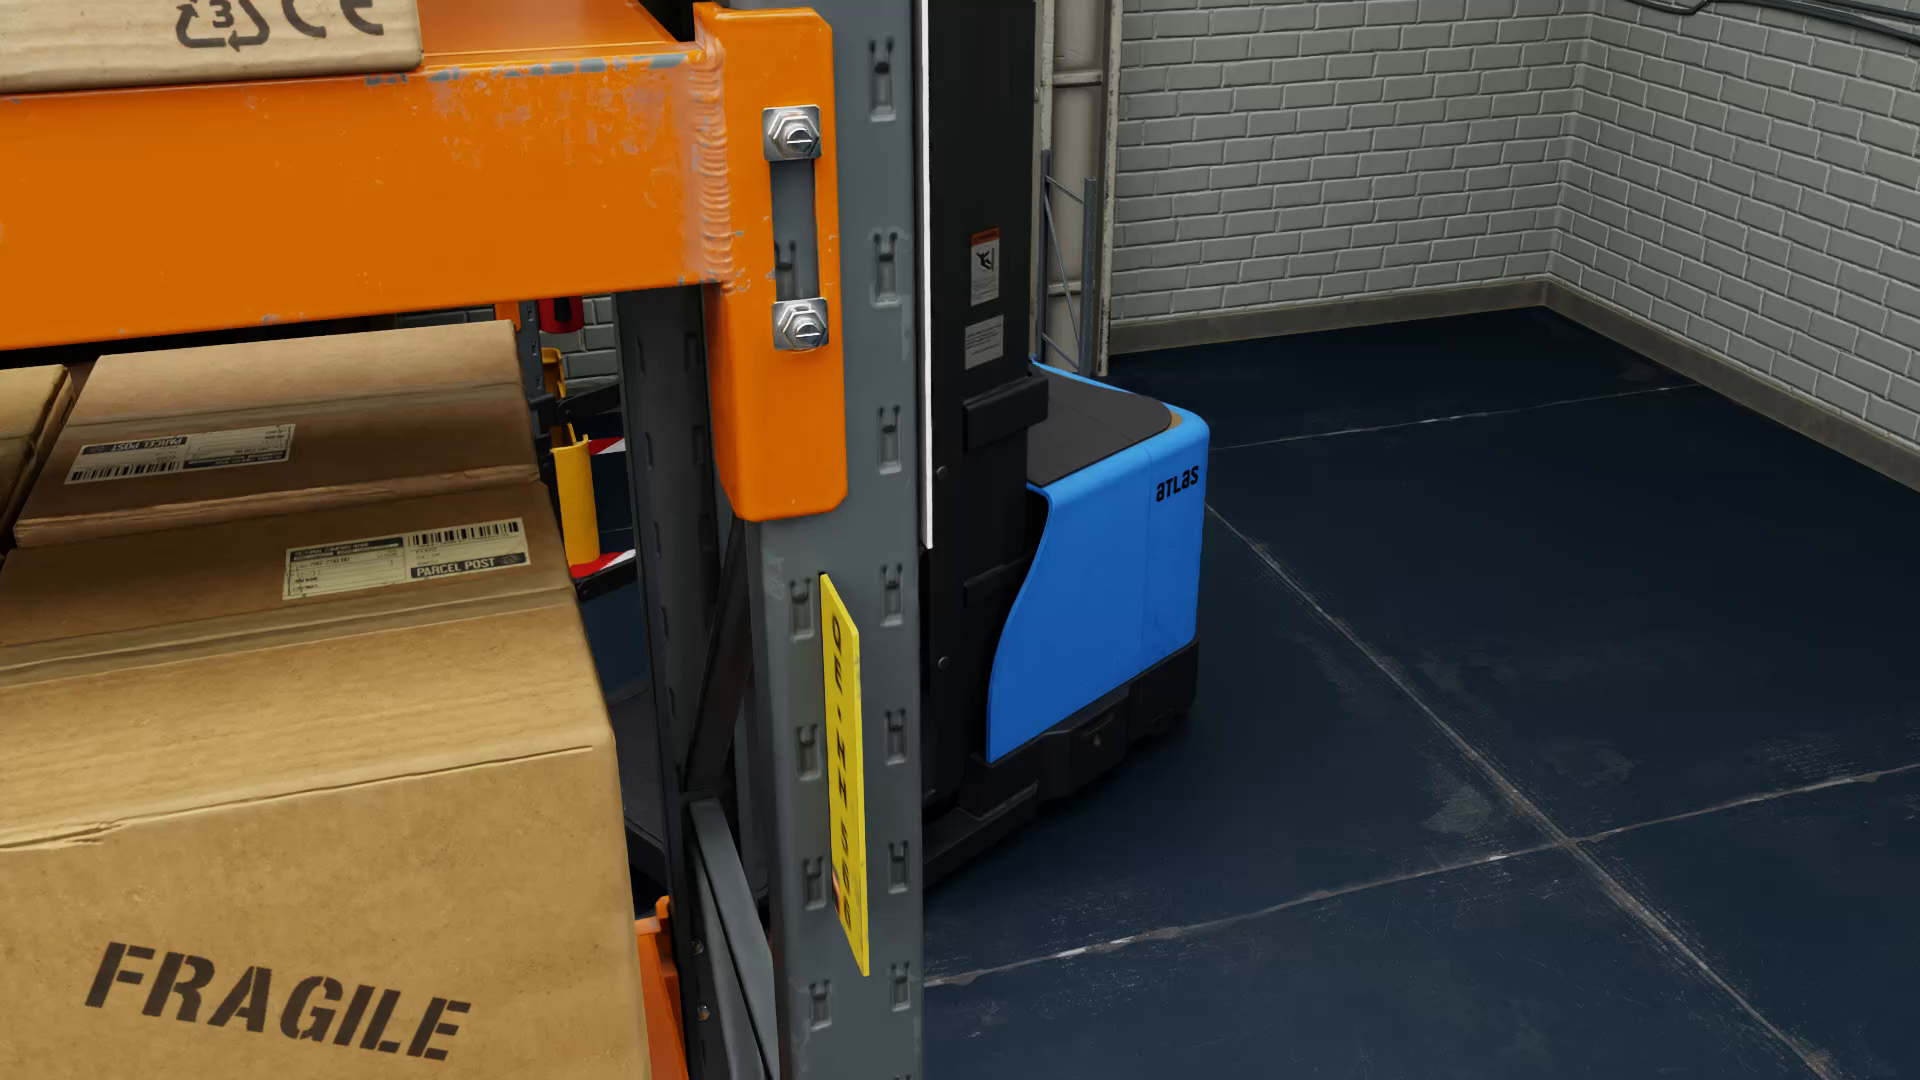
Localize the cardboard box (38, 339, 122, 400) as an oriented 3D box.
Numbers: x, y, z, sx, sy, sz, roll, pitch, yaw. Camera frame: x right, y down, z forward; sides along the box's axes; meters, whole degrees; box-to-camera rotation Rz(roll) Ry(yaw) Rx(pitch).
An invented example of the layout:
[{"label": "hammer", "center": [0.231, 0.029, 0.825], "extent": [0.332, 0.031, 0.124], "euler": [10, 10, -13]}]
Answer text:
[{"label": "cardboard box", "center": [-3.321, -0.661, 6.318], "extent": [0.250, 0.149, 0.380], "euler": [-8, 27, -15]}]

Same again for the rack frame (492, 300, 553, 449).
[{"label": "rack frame", "center": [-1.782, -1.479, 6.355], "extent": [0.127, 3.000, 1.000], "euler": [-8, 28, -16]}]

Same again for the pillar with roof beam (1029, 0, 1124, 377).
[{"label": "pillar with roof beam", "center": [1.850, -3.083, 2.840], "extent": [0.400, 9.000, 9.100], "euler": [-8, 28, -16]}]

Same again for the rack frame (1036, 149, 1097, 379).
[{"label": "rack frame", "center": [0.402, -0.730, 6.534], "extent": [0.032, 1.500, 0.500], "euler": [-8, 28, -16]}]

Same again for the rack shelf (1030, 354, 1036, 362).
[{"label": "rack shelf", "center": [-0.081, -0.499, 6.473], "extent": [1.000, 0.185, 0.538], "euler": [-8, 28, -16]}]

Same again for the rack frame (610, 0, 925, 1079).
[{"label": "rack frame", "center": [-0.246, 0.614, 2.140], "extent": [0.053, 2.616, 0.949], "euler": [-8, 28, -16]}]

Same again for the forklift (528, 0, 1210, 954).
[{"label": "forklift", "center": [-0.597, -0.404, 4.268], "extent": [1.130, 2.935, 3.031], "euler": [23, 34, 38]}]

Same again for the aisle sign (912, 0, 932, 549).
[{"label": "aisle sign", "center": [-0.085, -0.429, 1.317], "extent": [0.004, 0.787, 0.394], "euler": [-8, 28, -16]}]

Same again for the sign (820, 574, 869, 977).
[{"label": "sign", "center": [-0.092, 0.192, 1.332], "extent": [0.005, 0.325, 0.100], "euler": [-8, 28, -16]}]

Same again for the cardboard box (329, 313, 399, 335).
[{"label": "cardboard box", "center": [-2.360, -0.801, 6.599], "extent": [0.250, 0.149, 0.380], "euler": [-8, 28, -16]}]

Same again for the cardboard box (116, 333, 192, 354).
[{"label": "cardboard box", "center": [-3.080, -0.696, 6.389], "extent": [0.250, 0.149, 0.380], "euler": [-8, 28, -16]}]

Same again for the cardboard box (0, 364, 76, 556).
[{"label": "cardboard box", "center": [-1.243, 0.147, 1.843], "extent": [0.500, 0.500, 0.500], "euler": [-8, 27, -16]}]

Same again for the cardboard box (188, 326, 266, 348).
[{"label": "cardboard box", "center": [-2.841, -0.731, 6.458], "extent": [0.250, 0.149, 0.380], "euler": [-8, 28, -16]}]

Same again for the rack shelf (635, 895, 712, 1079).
[{"label": "rack shelf", "center": [-2.146, 1.213, 1.743], "extent": [4.000, 0.370, 1.077], "euler": [-8, 28, -16]}]

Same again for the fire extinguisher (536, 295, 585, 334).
[{"label": "fire extinguisher", "center": [-1.496, -1.103, 6.104], "extent": [0.183, 0.674, 0.296], "euler": [-8, 28, -16]}]

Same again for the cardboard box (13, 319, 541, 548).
[{"label": "cardboard box", "center": [-0.748, 0.072, 1.994], "extent": [0.500, 0.500, 0.500], "euler": [-7, 27, -15]}]

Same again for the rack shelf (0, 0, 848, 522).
[{"label": "rack shelf", "center": [-2.146, -0.131, 1.076], "extent": [4.000, 0.370, 1.077], "euler": [-8, 28, -16]}]

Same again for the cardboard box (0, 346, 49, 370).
[{"label": "cardboard box", "center": [-3.565, -0.626, 6.246], "extent": [0.250, 0.149, 0.380], "euler": [-8, 27, -16]}]

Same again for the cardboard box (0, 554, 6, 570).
[{"label": "cardboard box", "center": [-1.063, 0.370, 1.394], "extent": [0.500, 0.500, 0.500], "euler": [-7, 27, -15]}]

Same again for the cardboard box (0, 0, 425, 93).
[{"label": "cardboard box", "center": [-0.652, -0.479, 1.137], "extent": [0.500, 0.250, 0.500], "euler": [-8, 28, -16]}]

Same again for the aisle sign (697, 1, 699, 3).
[{"label": "aisle sign", "center": [-0.271, -0.683, 1.828], "extent": [0.004, 0.787, 0.394], "euler": [-8, 28, -16]}]

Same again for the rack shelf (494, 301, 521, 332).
[{"label": "rack shelf", "center": [-3.684, -0.881, 5.961], "extent": [4.000, 0.370, 1.077], "euler": [-8, 28, -16]}]

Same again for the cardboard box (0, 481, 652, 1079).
[{"label": "cardboard box", "center": [-0.583, 0.300, 1.535], "extent": [0.500, 0.500, 0.500], "euler": [-8, 28, -17]}]

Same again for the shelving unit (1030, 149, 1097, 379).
[{"label": "shelving unit", "center": [-0.081, -0.660, 6.393], "extent": [1.048, 1.500, 0.538], "euler": [-8, 28, -16]}]

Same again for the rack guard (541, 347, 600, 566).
[{"label": "rack guard", "center": [-1.759, -0.362, 6.918], "extent": [0.348, 0.500, 1.175], "euler": [-8, 28, -16]}]
